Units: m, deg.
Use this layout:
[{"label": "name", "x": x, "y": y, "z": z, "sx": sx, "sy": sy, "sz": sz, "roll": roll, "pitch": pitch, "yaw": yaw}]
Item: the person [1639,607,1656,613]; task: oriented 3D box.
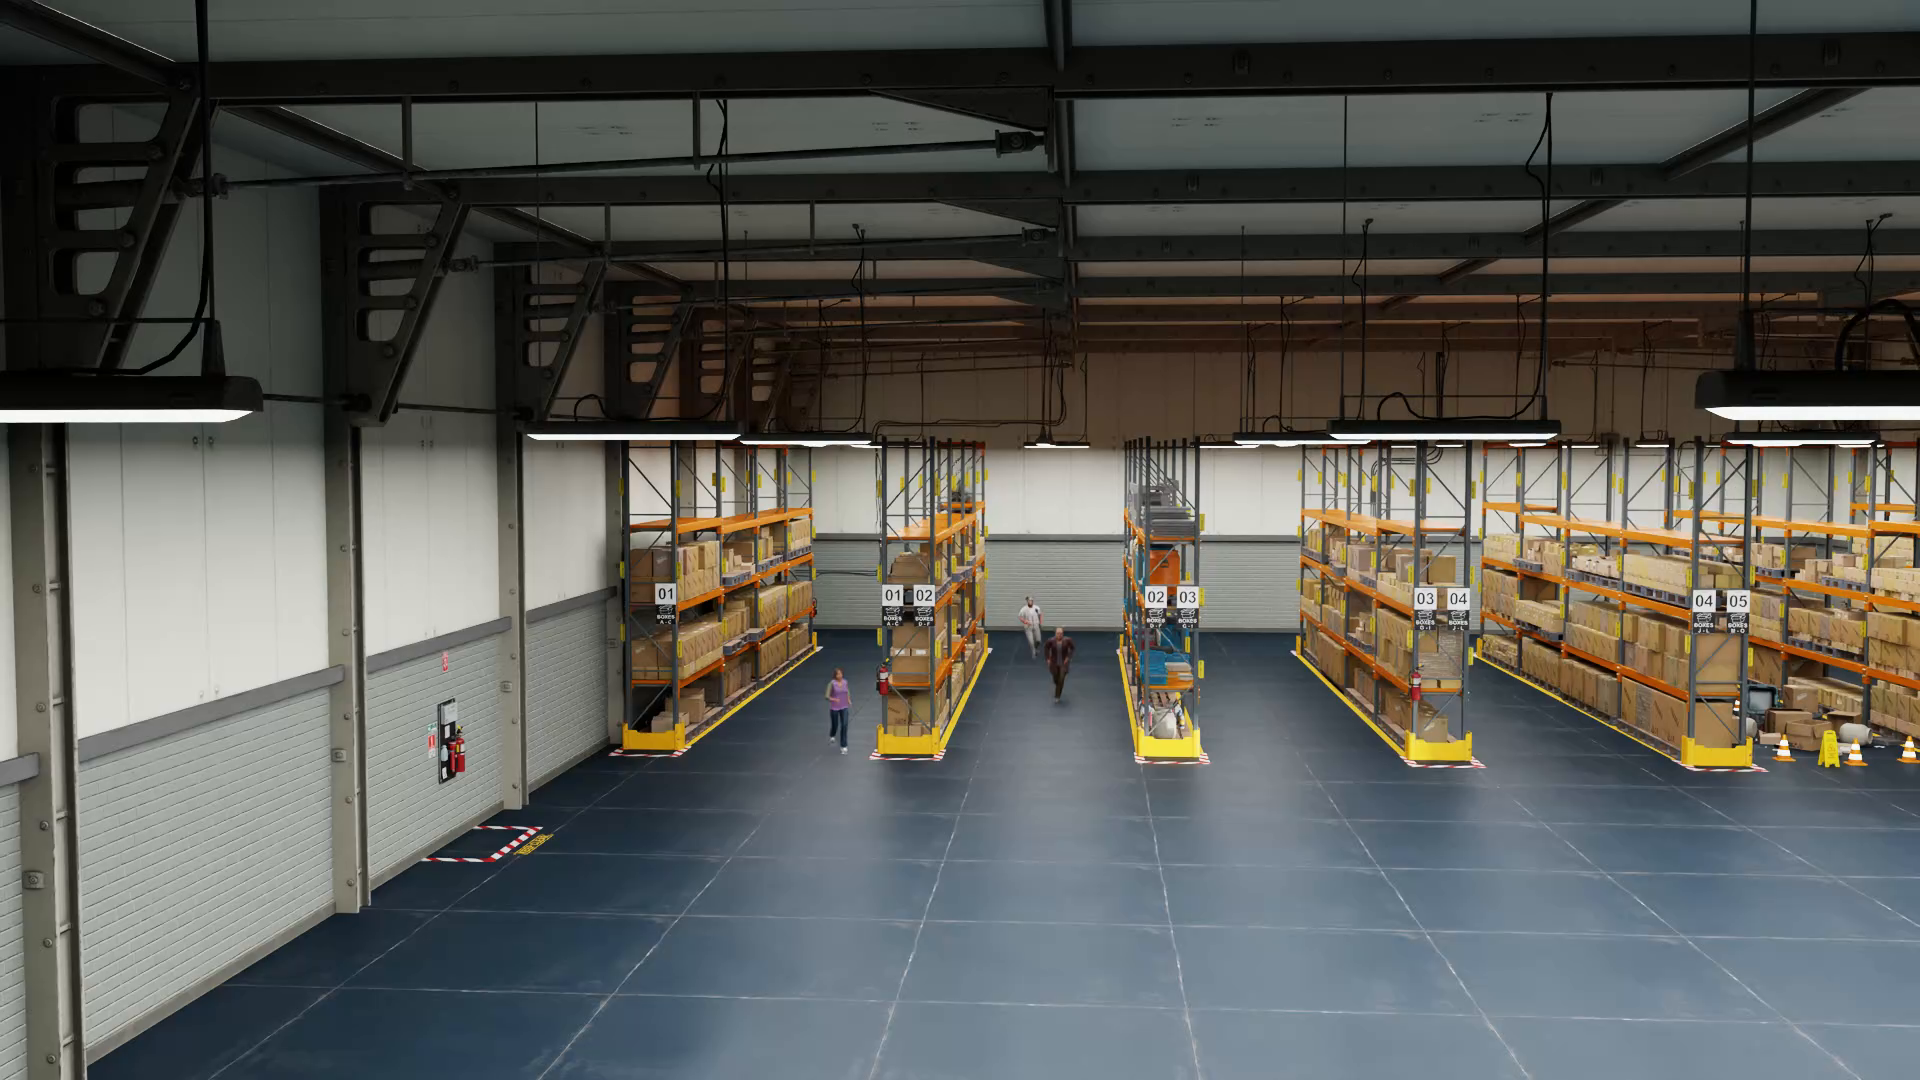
[{"label": "person", "x": 19.763, "y": 2.327, "z": 47.691, "sx": 0.754, "sy": 1.765, "sz": 0.635, "roll": -1, "pitch": 3, "yaw": -10}]

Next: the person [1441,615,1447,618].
[{"label": "person", "x": 13.157, "y": 2.505, "z": 45.345, "sx": 0.637, "sy": 1.604, "sz": 0.510, "roll": 1, "pitch": 3, "yaw": 13}]

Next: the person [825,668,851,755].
[{"label": "person", "x": -2.313, "y": 3.220, "z": 31.612, "sx": 0.540, "sy": 1.601, "sz": 0.889, "roll": -1, "pitch": 3, "yaw": -20}]

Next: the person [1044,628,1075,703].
[{"label": "person", "x": 2.286, "y": 2.851, "z": 38.141, "sx": 0.710, "sy": 1.723, "sz": 0.860, "roll": 0, "pitch": 3, "yaw": 1}]

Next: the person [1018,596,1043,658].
[{"label": "person", "x": 1.969, "y": 2.400, "z": 45.957, "sx": 0.696, "sy": 1.740, "sz": 0.543, "roll": -1, "pitch": 3, "yaw": -12}]
